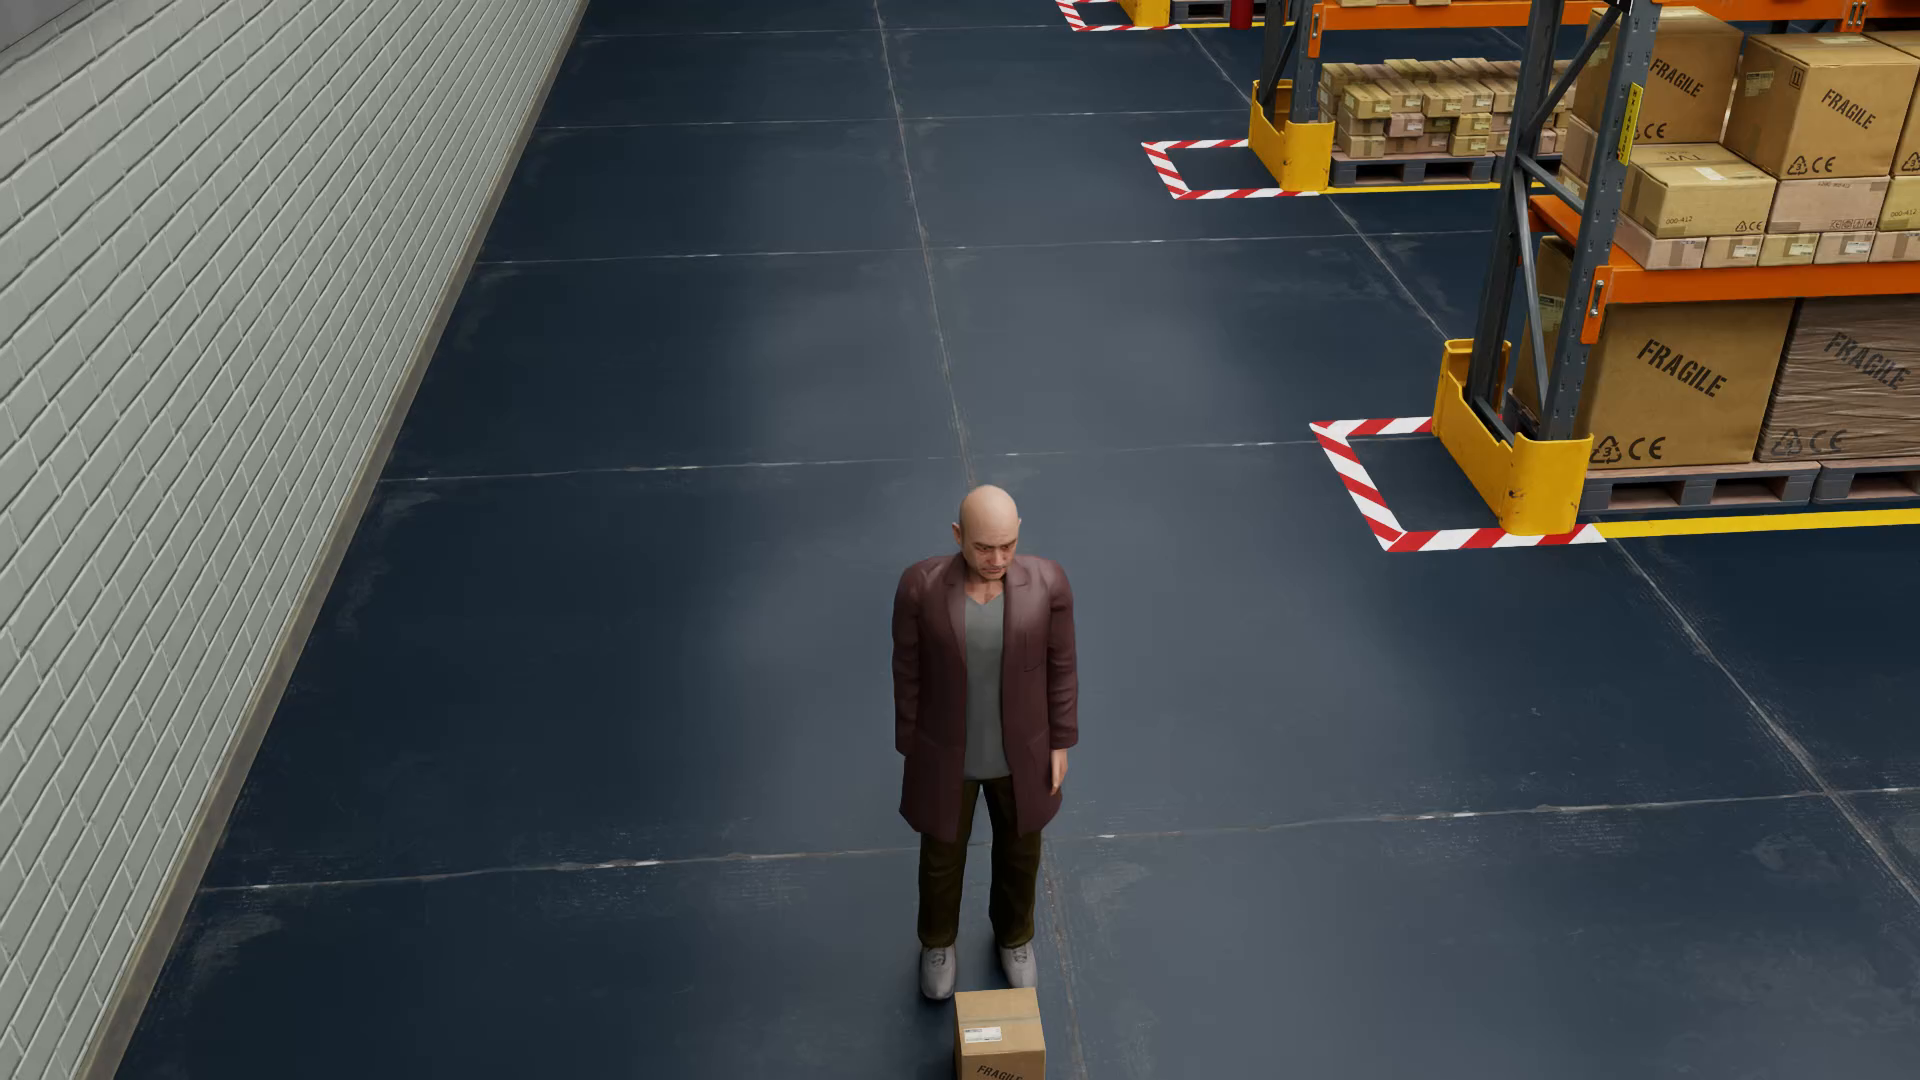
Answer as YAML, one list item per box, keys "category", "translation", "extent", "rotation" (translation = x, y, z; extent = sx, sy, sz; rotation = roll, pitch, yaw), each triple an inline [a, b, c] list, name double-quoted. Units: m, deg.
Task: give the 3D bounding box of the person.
- category: "person"
  translation: [0.088, 1.080, 5.184]
  extent: [0.611, 0.906, 0.898]
  rotation: [-3, 31, -5]
